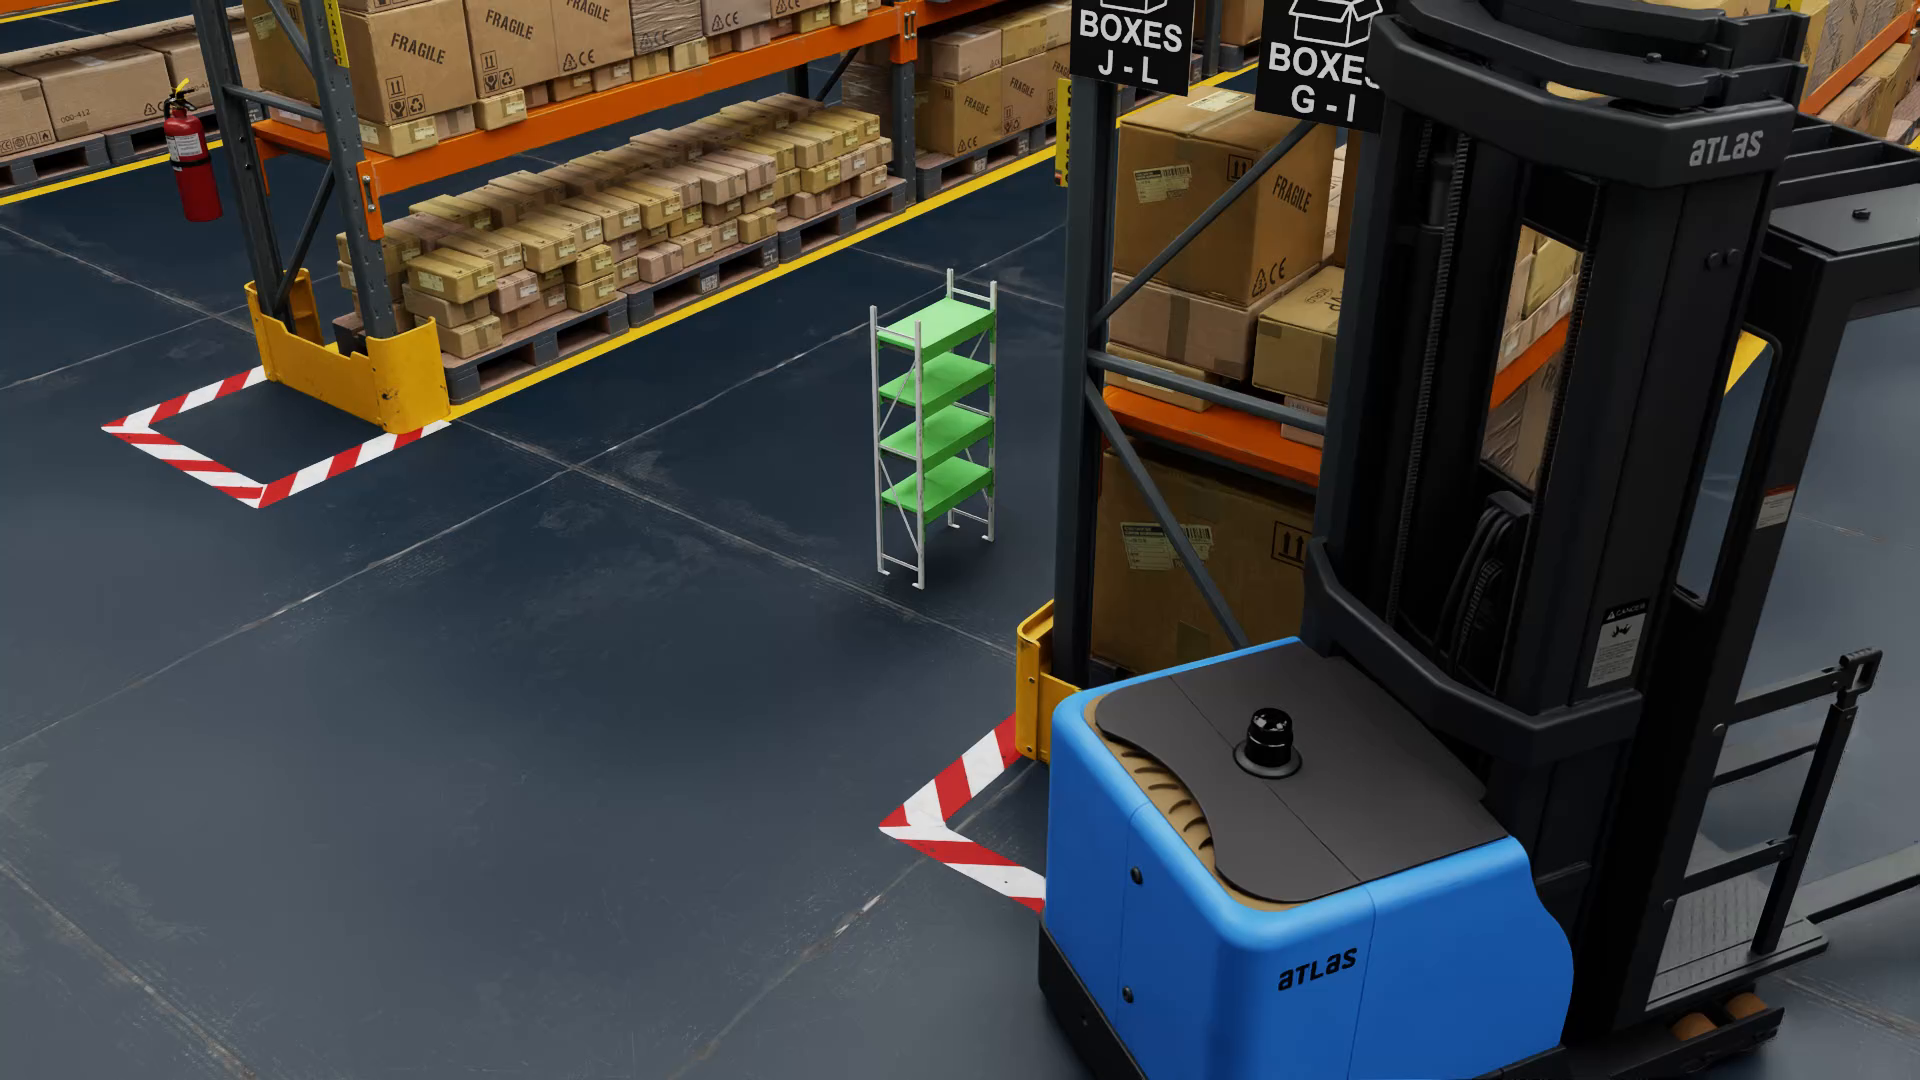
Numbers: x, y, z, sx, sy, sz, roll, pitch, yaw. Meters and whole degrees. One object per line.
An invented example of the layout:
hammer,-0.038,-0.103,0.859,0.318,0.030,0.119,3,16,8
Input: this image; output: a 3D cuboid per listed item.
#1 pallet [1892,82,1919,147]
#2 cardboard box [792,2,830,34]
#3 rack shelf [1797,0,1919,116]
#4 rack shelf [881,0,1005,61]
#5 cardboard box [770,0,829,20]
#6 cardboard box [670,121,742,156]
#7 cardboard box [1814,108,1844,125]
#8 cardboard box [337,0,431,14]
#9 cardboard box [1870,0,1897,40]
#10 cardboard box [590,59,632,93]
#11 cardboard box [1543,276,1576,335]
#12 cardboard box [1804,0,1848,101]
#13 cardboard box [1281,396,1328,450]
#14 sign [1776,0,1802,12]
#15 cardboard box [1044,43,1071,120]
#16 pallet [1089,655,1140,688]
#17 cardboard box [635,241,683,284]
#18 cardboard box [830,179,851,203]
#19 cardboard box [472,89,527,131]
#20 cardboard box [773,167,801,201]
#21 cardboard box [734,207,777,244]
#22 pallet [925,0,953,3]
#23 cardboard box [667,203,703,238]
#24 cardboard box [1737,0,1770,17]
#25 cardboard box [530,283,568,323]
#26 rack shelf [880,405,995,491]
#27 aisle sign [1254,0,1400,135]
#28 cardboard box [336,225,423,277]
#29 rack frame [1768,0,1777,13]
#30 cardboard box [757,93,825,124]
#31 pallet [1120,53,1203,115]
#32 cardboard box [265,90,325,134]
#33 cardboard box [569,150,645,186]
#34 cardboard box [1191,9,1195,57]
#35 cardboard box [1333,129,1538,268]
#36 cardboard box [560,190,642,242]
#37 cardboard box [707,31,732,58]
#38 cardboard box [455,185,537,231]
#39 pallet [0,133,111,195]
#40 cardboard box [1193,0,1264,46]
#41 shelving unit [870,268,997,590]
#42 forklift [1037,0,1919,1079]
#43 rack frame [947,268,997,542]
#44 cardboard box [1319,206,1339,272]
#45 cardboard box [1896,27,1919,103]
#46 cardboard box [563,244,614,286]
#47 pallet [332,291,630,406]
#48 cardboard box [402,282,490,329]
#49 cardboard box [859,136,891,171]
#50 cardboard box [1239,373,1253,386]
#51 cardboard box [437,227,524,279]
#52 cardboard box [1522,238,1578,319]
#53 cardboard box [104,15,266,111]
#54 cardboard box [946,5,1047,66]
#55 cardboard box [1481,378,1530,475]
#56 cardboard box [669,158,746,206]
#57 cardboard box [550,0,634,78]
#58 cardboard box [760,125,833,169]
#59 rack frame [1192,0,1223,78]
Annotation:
pallet,6.795,-3.305,12.620,1.003,0.211,1.213,21,37,31
cardboard box,-0.986,-3.111,9.803,0.380,0.149,0.250,23,37,33
rack shelf,4.378,-2.571,9.352,1.077,0.370,4.000,21,37,31
rack shelf,0.484,-4.139,11.997,1.077,0.370,4.000,21,37,31
cardboard box,-1.104,-3.312,9.507,0.500,0.500,0.500,20,36,30
cardboard box,-1.562,-2.445,10.234,0.380,0.149,0.250,20,36,30
cardboard box,4.079,-1.964,9.294,1.225,0.875,0.875,20,36,30
cardboard box,-2.655,-2.711,7.512,0.500,0.500,0.500,21,36,31
cardboard box,5.179,-3.259,9.709,0.500,0.500,0.500,21,36,31
cardboard box,-1.953,-2.483,8.744,0.380,0.149,0.250,20,36,30
cardboard box,2.007,-0.900,6.073,0.380,0.149,0.250,21,36,31
cardboard box,4.253,-2.629,8.645,0.500,0.500,0.500,20,36,30
cardboard box,1.233,-0.377,5.190,0.380,0.149,0.250,22,37,32
sign,3.614,-2.304,7.269,0.100,0.325,0.005,21,37,31
cardboard box,0.558,-3.392,12.071,0.500,0.500,0.500,22,37,32
pallet,1.176,0.409,6.354,1.003,0.211,1.213,21,37,31
cardboard box,-1.789,-1.590,9.376,0.380,0.149,0.250,19,36,29
cardboard box,-0.912,-2.245,10.481,0.380,0.149,0.250,22,37,33
cardboard box,-2.355,-2.141,8.167,0.380,0.149,0.250,20,36,30
cardboard box,-1.190,-2.192,10.099,0.380,0.149,0.250,21,37,32
cardboard box,-1.313,-1.905,9.906,0.380,0.149,0.250,21,37,31
pallet,-0.146,-3.819,10.940,1.003,0.211,1.213,21,37,31
cardboard box,-1.702,-1.884,9.580,0.380,0.149,0.250,23,38,33
cardboard box,3.106,-2.185,7.114,0.500,0.500,0.500,22,37,33
cardboard box,-2.329,-1.313,8.907,0.380,0.149,0.250,22,37,32
rack shelf,-0.100,-0.394,6.863,0.258,0.148,0.480,21,37,31
aisle sign,0.952,-1.439,4.186,0.394,0.787,0.004,21,37,31
cardboard box,-3.020,-1.513,8.661,0.380,0.149,0.250,22,37,32
rack frame,3.170,-2.068,7.797,1.000,3.000,0.127,21,37,31
cardboard box,-1.096,-2.769,10.781,0.380,0.149,0.250,23,38,33
pallet,1.219,-3.744,13.361,1.003,0.211,1.213,21,37,31
cardboard box,-3.166,-2.121,8.133,0.380,0.149,0.250,21,37,31
cardboard box,-2.060,-2.142,9.723,0.380,0.149,0.250,21,37,32
cardboard box,1.503,-4.019,13.129,0.500,0.500,0.500,21,37,31
cardboard box,1.563,-1.143,5.357,0.500,0.500,0.500,20,36,30
cardboard box,-1.967,-1.776,9.106,0.380,0.149,0.250,23,37,33
cardboard box,-1.498,-2.807,9.290,0.380,0.149,0.250,21,36,31
cardboard box,-2.561,-1.827,9.192,0.380,0.149,0.250,20,36,29
pallet,-6.725,-2.641,11.500,1.003,0.211,1.213,21,37,31
cardboard box,2.131,-4.694,14.023,1.050,0.750,0.750,21,36,31
shelving unit,-0.100,-0.449,6.831,0.258,1.200,0.503,21,37,31
forklift,1.793,0.010,4.358,3.031,2.935,1.130,-12,33,-20
rack frame,0.047,-0.548,6.998,0.240,1.200,0.015,21,37,31
cardboard box,1.143,-0.990,5.834,0.500,0.250,0.500,20,36,30
cardboard box,6.635,-3.548,12.315,0.700,0.500,0.500,25,39,35
cardboard box,-2.088,-1.517,8.960,0.380,0.149,0.250,22,37,33
pallet,-2.573,-1.160,9.000,1.003,0.211,1.213,21,37,31
cardboard box,-2.617,-1.226,8.469,0.380,0.149,0.250,23,38,33
cardboard box,-0.660,-2.492,10.605,0.380,0.149,0.250,22,37,32
cardboard box,0.864,-0.686,5.712,0.380,0.149,0.250,22,37,32
cardboard box,-2.480,-1.477,8.601,0.380,0.149,0.250,22,37,32
cardboard box,1.875,-1.034,5.908,0.500,0.250,0.500,20,36,30
cardboard box,-5.735,-3.610,12.500,0.875,0.438,0.875,20,36,30
cardboard box,0.253,-3.500,11.517,0.500,0.250,0.500,22,37,33
cardboard box,1.628,-0.363,6.593,0.875,0.875,0.875,21,37,31
cardboard box,-1.459,-2.068,9.598,0.380,0.149,0.250,20,36,30
cardboard box,-2.038,-2.699,8.471,0.500,0.500,0.500,22,37,32
cardboard box,-0.997,-2.401,10.161,0.380,0.149,0.250,21,36,31
rack frame,1.692,-5.261,13.185,1.000,3.000,0.127,21,37,31
